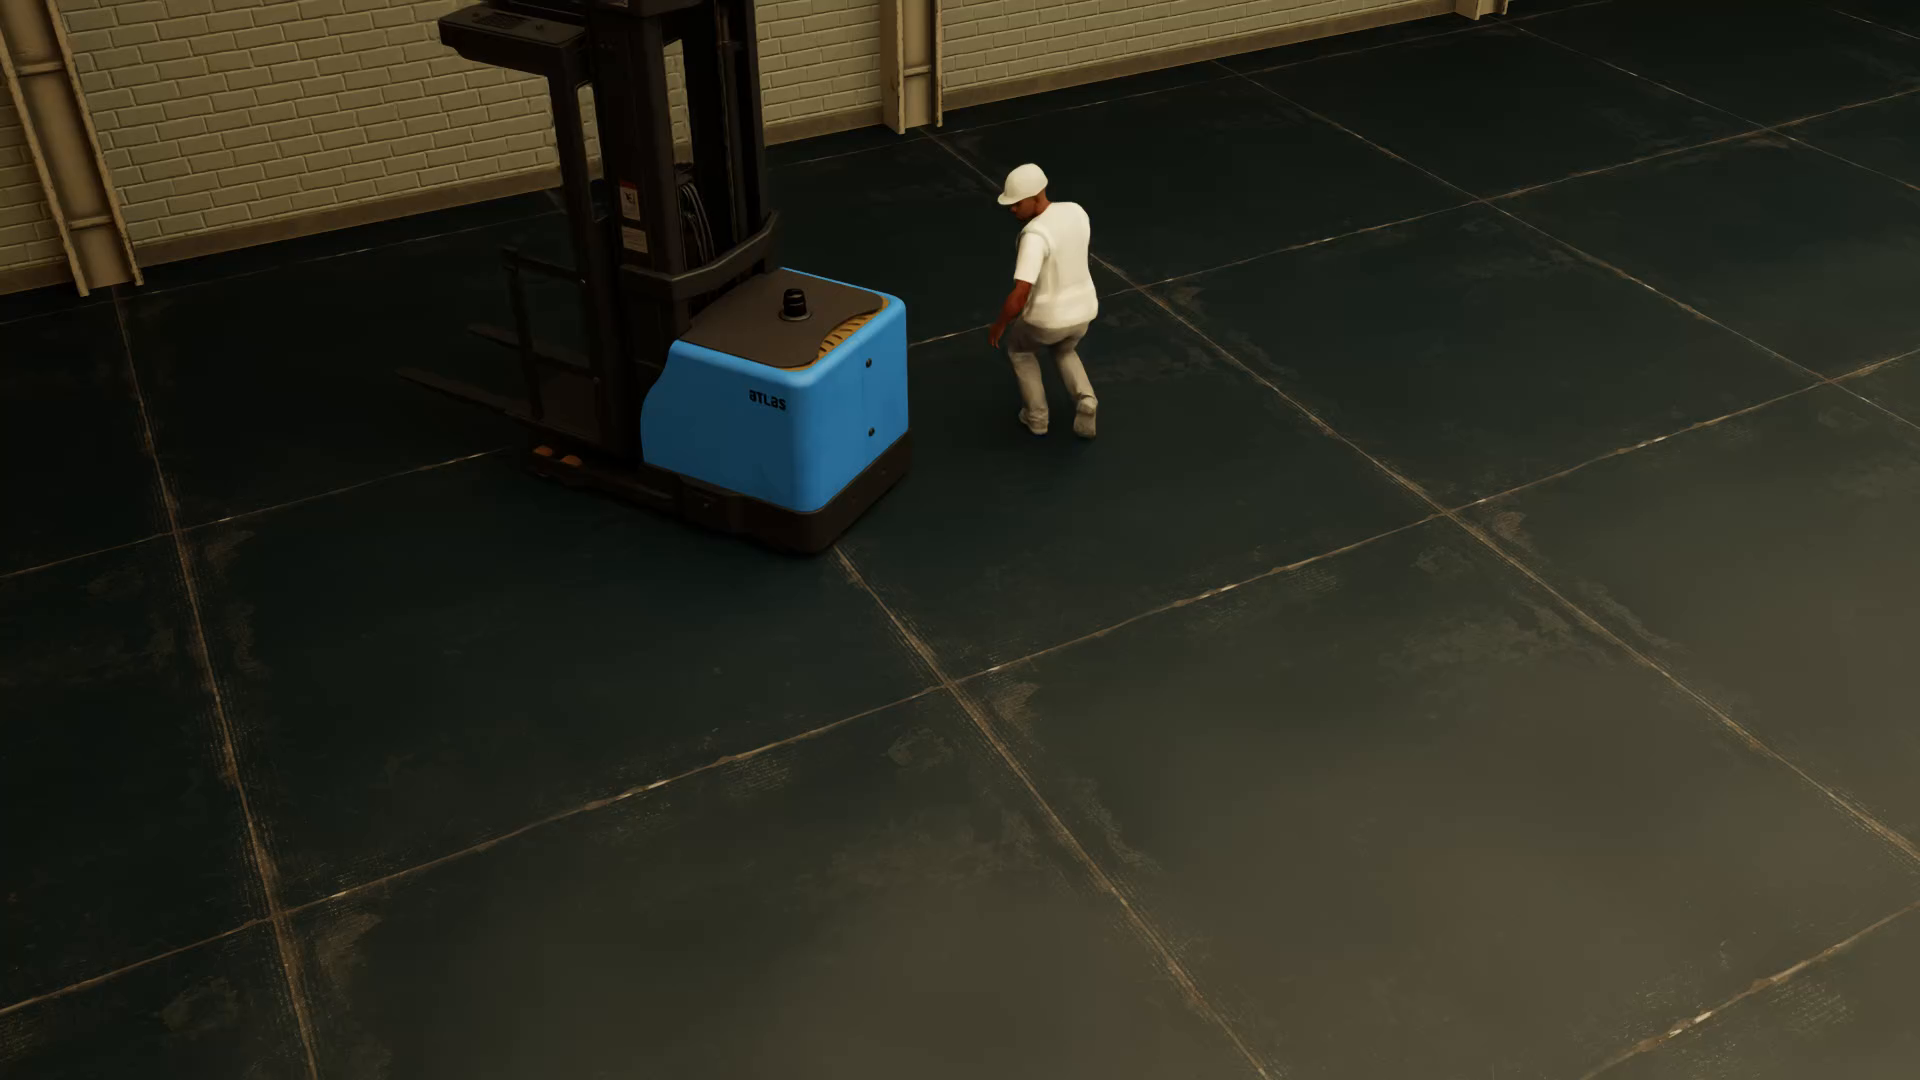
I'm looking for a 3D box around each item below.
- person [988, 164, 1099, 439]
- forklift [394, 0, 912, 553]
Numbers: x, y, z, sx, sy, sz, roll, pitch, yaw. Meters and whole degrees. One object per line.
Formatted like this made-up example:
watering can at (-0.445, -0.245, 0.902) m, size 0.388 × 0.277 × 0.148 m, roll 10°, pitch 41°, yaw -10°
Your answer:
person at (0.532, -1.291, 9.162) m, size 0.872 × 1.555 × 0.644 m, roll -23°, pitch 41°, yaw -29°
forklift at (-1.804, -1.738, 8.582) m, size 3.031 × 2.935 × 1.130 m, roll 18°, pitch 39°, yaw 23°
